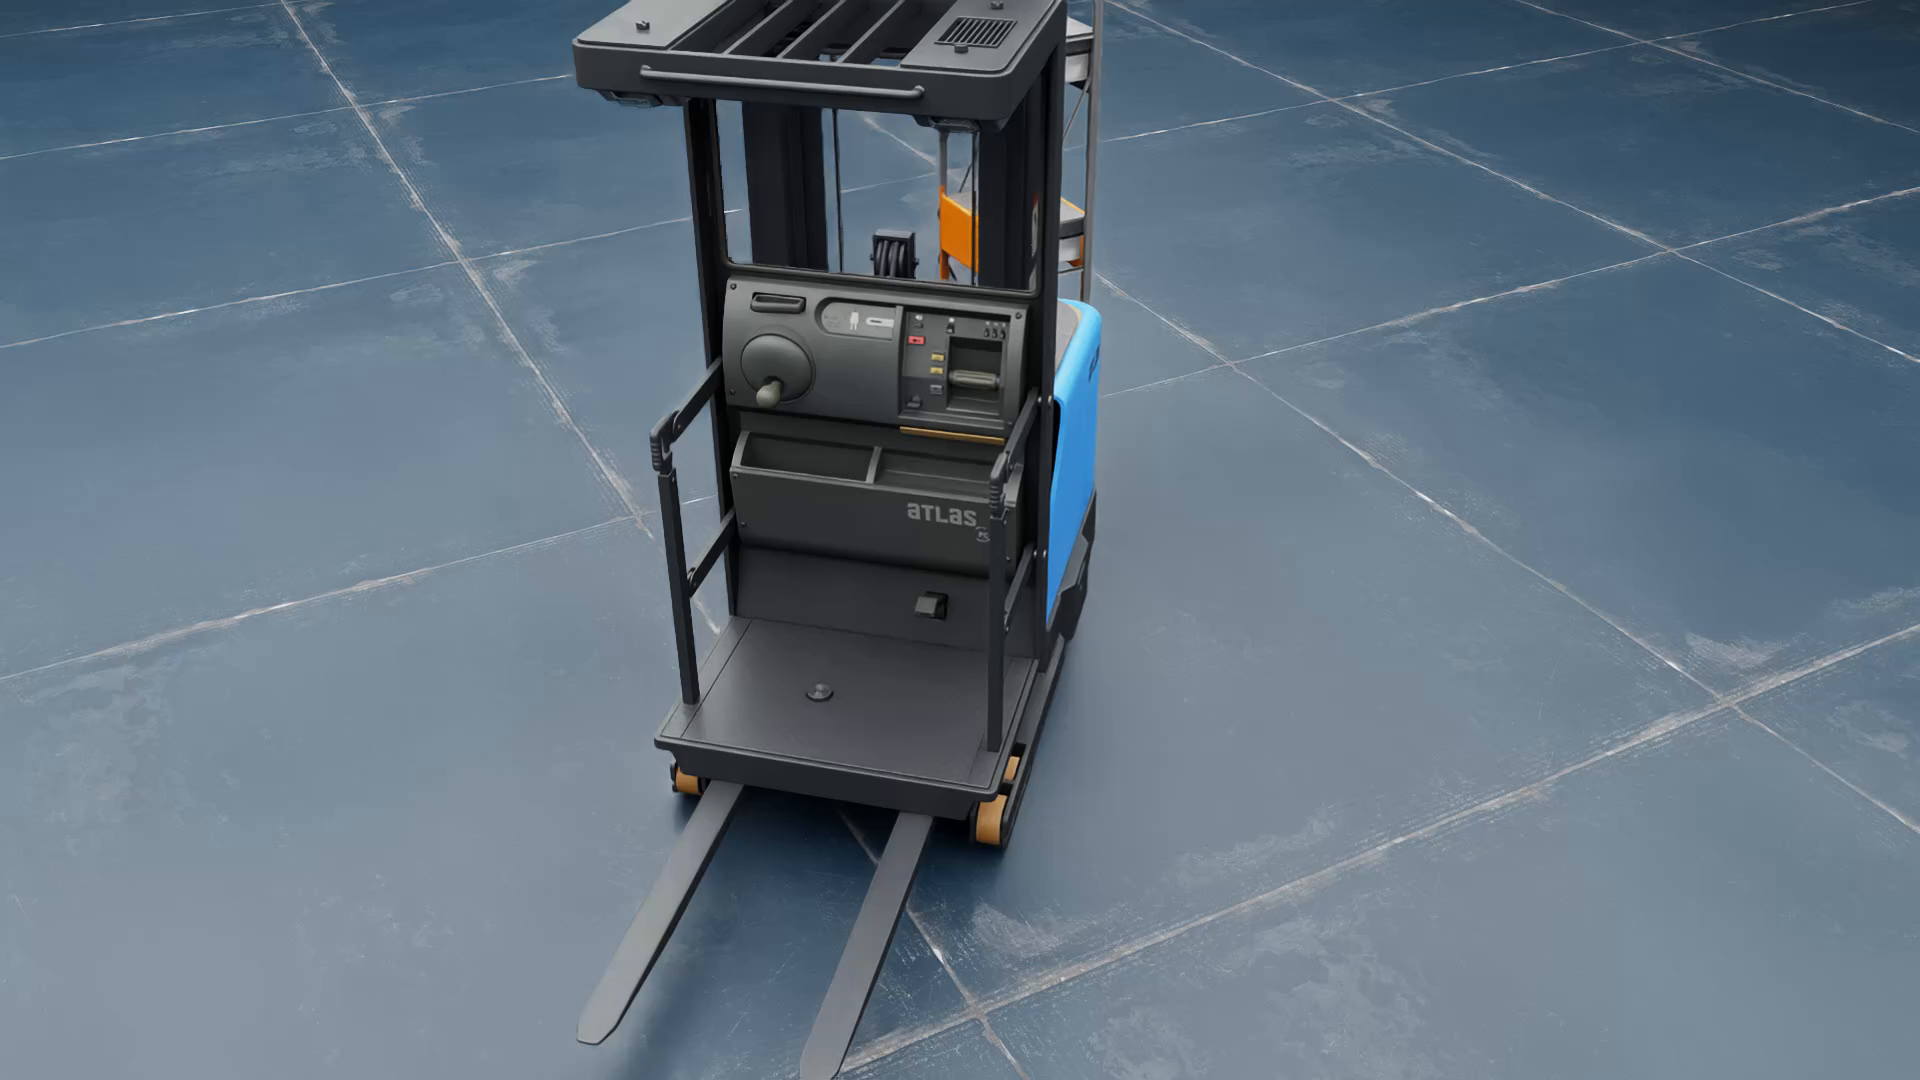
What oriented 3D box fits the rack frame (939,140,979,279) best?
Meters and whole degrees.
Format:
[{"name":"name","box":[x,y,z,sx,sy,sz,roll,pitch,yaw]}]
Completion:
[{"name":"rack frame","box":[0.097,-1.235,6.731,0.400,2.100,0.015,-16,36,-24]}]

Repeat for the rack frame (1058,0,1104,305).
[{"name":"rack frame","box":[0.331,-1.003,6.370,0.400,2.100,0.015,-16,36,-24]}]

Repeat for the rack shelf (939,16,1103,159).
[{"name":"rack shelf","box":[0.214,-1.697,6.180,0.431,0.518,0.480,-16,36,-24]}]

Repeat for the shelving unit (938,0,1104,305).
[{"name":"shelving unit","box":[0.214,-1.119,6.550,0.431,2.100,0.503,-16,36,-24]}]

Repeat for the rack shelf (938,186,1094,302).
[{"name":"rack shelf","box":[0.214,-1.108,6.558,0.431,0.518,0.480,-16,36,-24]}]

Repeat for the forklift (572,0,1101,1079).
[{"name":"forklift","box":[-0.312,-0.499,4.813,1.130,2.935,3.031,7,33,12]}]
